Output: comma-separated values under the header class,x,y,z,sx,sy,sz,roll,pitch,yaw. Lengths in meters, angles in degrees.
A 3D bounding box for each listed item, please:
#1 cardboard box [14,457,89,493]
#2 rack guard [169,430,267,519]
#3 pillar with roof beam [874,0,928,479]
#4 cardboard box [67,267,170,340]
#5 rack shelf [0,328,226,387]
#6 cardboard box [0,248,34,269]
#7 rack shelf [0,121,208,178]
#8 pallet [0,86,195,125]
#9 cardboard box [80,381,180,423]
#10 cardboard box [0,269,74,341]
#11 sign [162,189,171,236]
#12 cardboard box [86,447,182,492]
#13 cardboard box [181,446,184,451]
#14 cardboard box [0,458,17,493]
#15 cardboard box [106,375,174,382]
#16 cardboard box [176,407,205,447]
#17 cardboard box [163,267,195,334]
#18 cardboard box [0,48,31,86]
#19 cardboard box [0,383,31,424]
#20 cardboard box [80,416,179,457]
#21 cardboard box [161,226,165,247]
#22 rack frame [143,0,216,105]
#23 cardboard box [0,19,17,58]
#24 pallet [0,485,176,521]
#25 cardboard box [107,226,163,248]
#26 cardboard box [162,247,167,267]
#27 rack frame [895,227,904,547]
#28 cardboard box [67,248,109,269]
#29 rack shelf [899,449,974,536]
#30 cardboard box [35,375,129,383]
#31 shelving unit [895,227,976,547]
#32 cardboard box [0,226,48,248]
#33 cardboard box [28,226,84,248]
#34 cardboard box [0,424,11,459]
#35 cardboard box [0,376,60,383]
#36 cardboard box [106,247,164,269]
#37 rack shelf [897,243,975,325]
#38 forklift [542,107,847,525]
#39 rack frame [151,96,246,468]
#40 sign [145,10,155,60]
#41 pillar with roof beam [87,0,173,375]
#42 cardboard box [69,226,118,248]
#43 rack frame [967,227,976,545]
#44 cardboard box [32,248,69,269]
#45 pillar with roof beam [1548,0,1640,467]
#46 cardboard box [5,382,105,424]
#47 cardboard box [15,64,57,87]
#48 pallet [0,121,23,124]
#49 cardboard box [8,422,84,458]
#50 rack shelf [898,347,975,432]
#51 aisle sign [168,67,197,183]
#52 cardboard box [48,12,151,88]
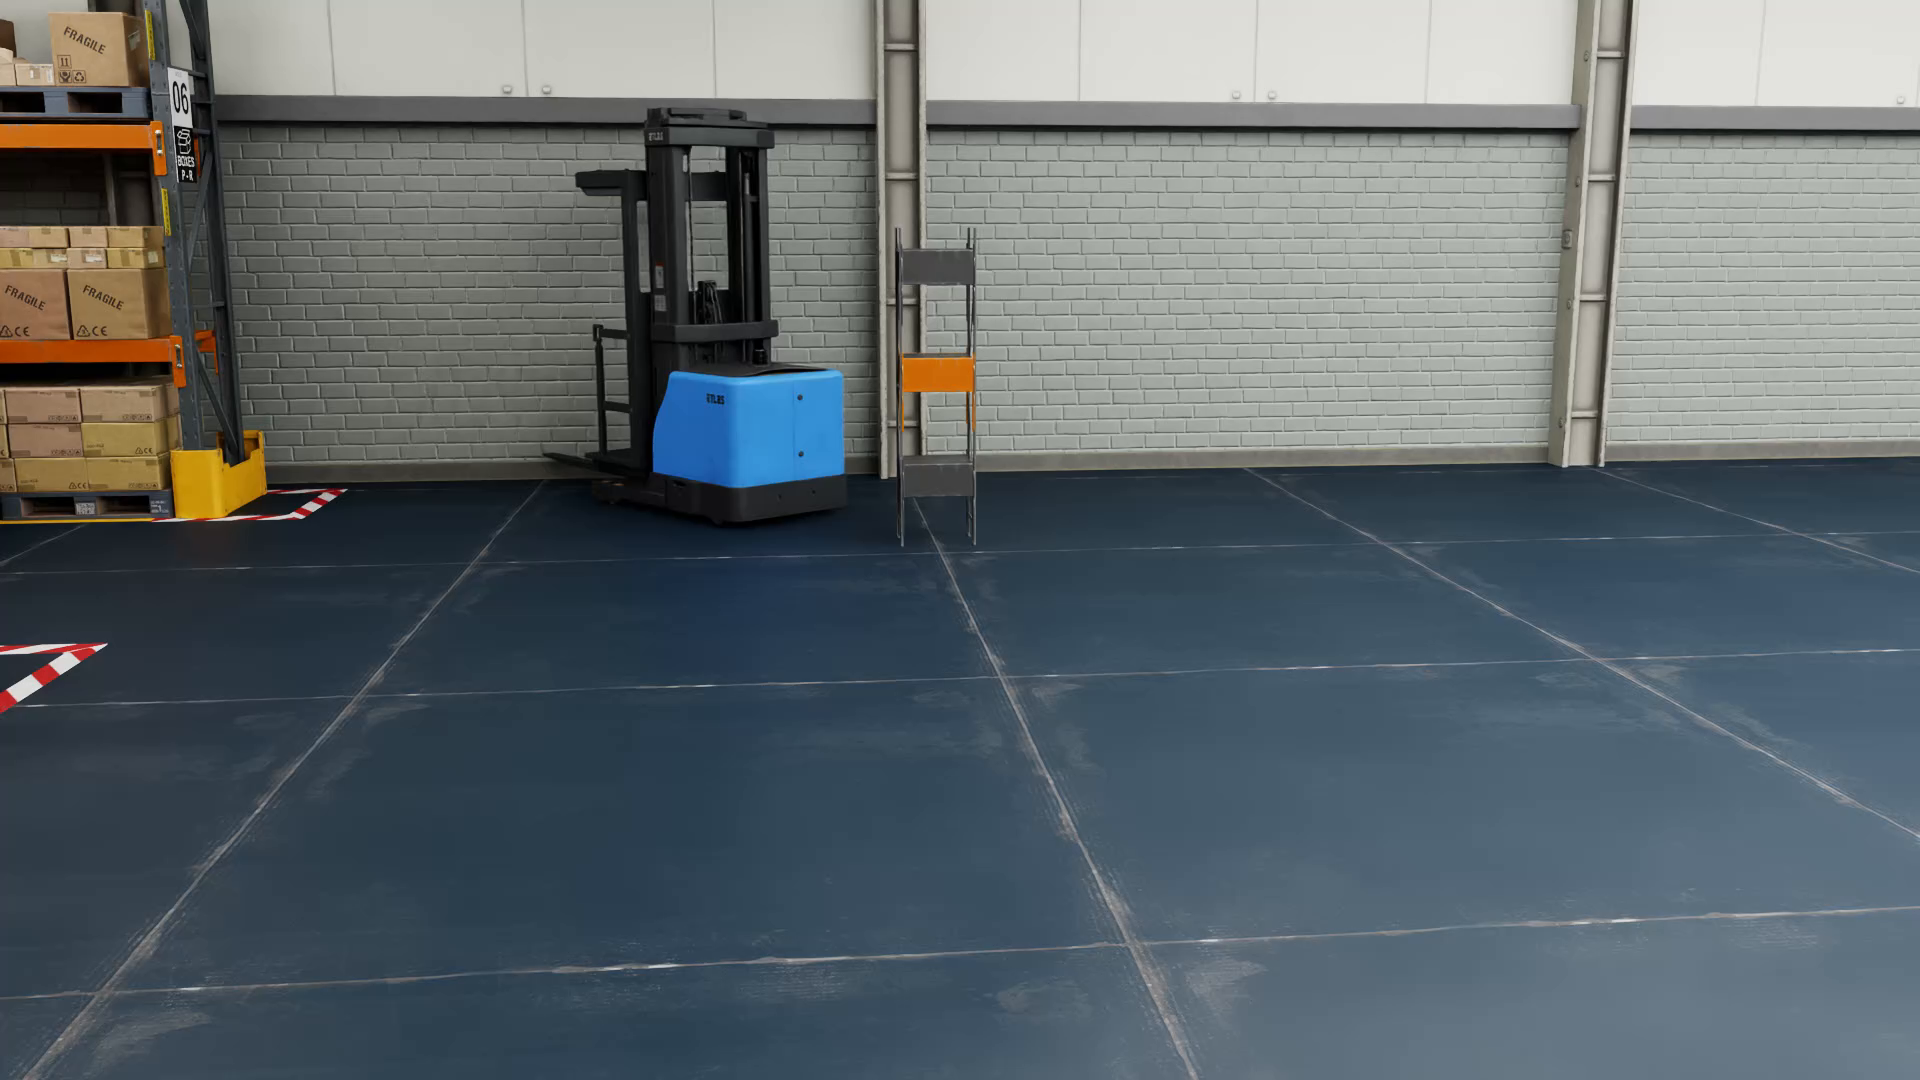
class,x,y,z,sx,sy,sz,roll,pitch,yaw
cardboard box,-6.591,-0.517,12.261,0.500,0.250,0.500,-1,11,-6
rack guard,-5.639,-0.513,12.681,0.348,0.500,1.175,-1,11,-6
pillar with roof beam,-0.022,-4.140,9.101,0.400,9.000,9.100,-1,11,-6
cardboard box,-6.124,-1.727,12.120,0.500,0.500,0.500,-1,11,-7
rack shelf,-7.651,-1.344,12.295,4.000,0.370,1.077,-1,11,-6
cardboard box,-6.740,-2.038,12.016,0.250,0.149,0.380,-1,11,-6
rack shelf,-7.651,-2.816,12.006,4.000,0.370,1.077,-1,11,-6
pallet,-6.368,-3.158,12.107,1.213,0.211,1.003,-1,11,-6
cardboard box,-6.087,-1.017,12.213,0.500,0.250,0.500,-1,11,-4
cardboard box,-6.640,-1.718,12.074,0.500,0.500,0.500,-1,11,-4
sign,-5.618,-2.319,11.772,0.005,0.325,0.100,-1,11,-6
cardboard box,-6.096,-0.526,12.304,0.500,0.250,0.500,-1,11,-6
cardboard box,-6.172,-0.623,12.801,0.500,0.250,0.500,-1,11,-6
cardboard box,-7.089,-0.508,12.217,0.500,0.250,0.500,-1,11,-5
cardboard box,-6.161,-1.113,12.700,0.500,0.250,0.500,-1,11,-7
cardboard box,-6.153,-0.871,12.767,0.500,0.250,0.500,-1,11,-5
cardboard box,-6.185,-1.831,12.646,0.500,0.500,0.500,-1,11,-4
cardboard box,-6.706,-3.319,11.700,0.258,0.266,0.396,-1,11,-6
cardboard box,-7.094,-0.993,12.090,0.500,0.250,0.500,-1,11,-5
cardboard box,-6.113,-0.771,12.258,0.500,0.250,0.500,-1,11,-7
cardboard box,-6.020,-2.286,12.510,0.250,0.149,0.380,-1,11,-7
rack frame,-5.663,-4.683,11.859,0.127,3.000,1.000,-1,11,-6
cardboard box,-7.106,-3.457,11.793,0.500,0.500,0.700,-1,11,-6
pallet,-6.418,-0.347,12.585,1.213,0.211,1.003,-1,11,-6
cardboard box,-5.996,-2.204,12.093,0.250,0.149,0.380,-1,11,-6
cardboard box,-6.028,-2.149,12.583,0.250,0.149,0.380,-1,11,-8
rack frame,-0.407,-1.022,11.122,0.015,2.100,0.400,-1,11,-6
cardboard box,-6.228,-2.034,11.999,0.250,0.149,0.380,-1,11,-5
rack shelf,-0.165,-0.327,11.286,0.480,0.518,0.431,-1,11,-6
cardboard box,-6.657,-1.102,12.643,0.500,0.250,0.500,-1,11,-6
shelving unit,-0.165,-1.027,11.148,0.503,2.100,0.431,-1,11,-6
cardboard box,-6.751,-2.192,12.029,0.250,0.149,0.380,-1,11,-6
cardboard box,-6.495,-2.183,11.983,0.250,0.149,0.380,-1,11,-5
cardboard box,-7.124,-0.748,12.140,0.500,0.250,0.500,-1,11,-7
cardboard box,-7.156,-1.093,12.601,0.500,0.250,0.500,-1,11,-6
cardboard box,-5.977,-2.045,12.055,0.250,0.149,0.380,-1,11,-5
rack shelf,-0.165,-1.700,11.016,0.480,0.518,0.431,-1,11,-6
forklift,-2.208,-1.768,12.761,1.130,2.935,3.031,-10,15,-42
rack frame,-5.663,-1.739,12.438,0.127,3.000,1.000,-1,11,-6
sign,-5.618,-3.502,11.540,0.005,0.325,0.100,-1,11,-6
pillar with roof beam,-5.987,-4.015,8.465,0.400,9.000,9.100,-1,11,-6
cardboard box,-6.238,-2.193,12.037,0.250,0.149,0.380,-1,11,-6
rack frame,0.078,-1.032,11.174,0.015,2.100,0.400,-1,11,-6
cardboard box,-6.493,-2.041,12.032,0.250,0.149,0.380,-1,11,-5
pillar with roof beam,5.942,-4.265,9.737,0.400,9.000,9.100,-1,11,-6
cardboard box,-6.594,-1.005,12.153,0.500,0.250,0.500,-1,11,-5
cardboard box,-6.454,-3.267,11.738,0.250,0.149,0.380,-2,11,-8
pallet,-7.584,-3.132,11.975,1.213,0.211,1.003,-1,11,-6
cardboard box,-6.613,-0.763,12.215,0.500,0.250,0.500,-1,11,-7
rack shelf,-0.165,-1.013,11.151,0.480,0.518,0.431,-1,11,-6
aisle sign,-5.566,-2.960,11.907,0.004,0.787,0.394,-1,11,-6
cardboard box,-6.076,-3.459,11.804,0.500,0.500,0.500,-1,11,-4
